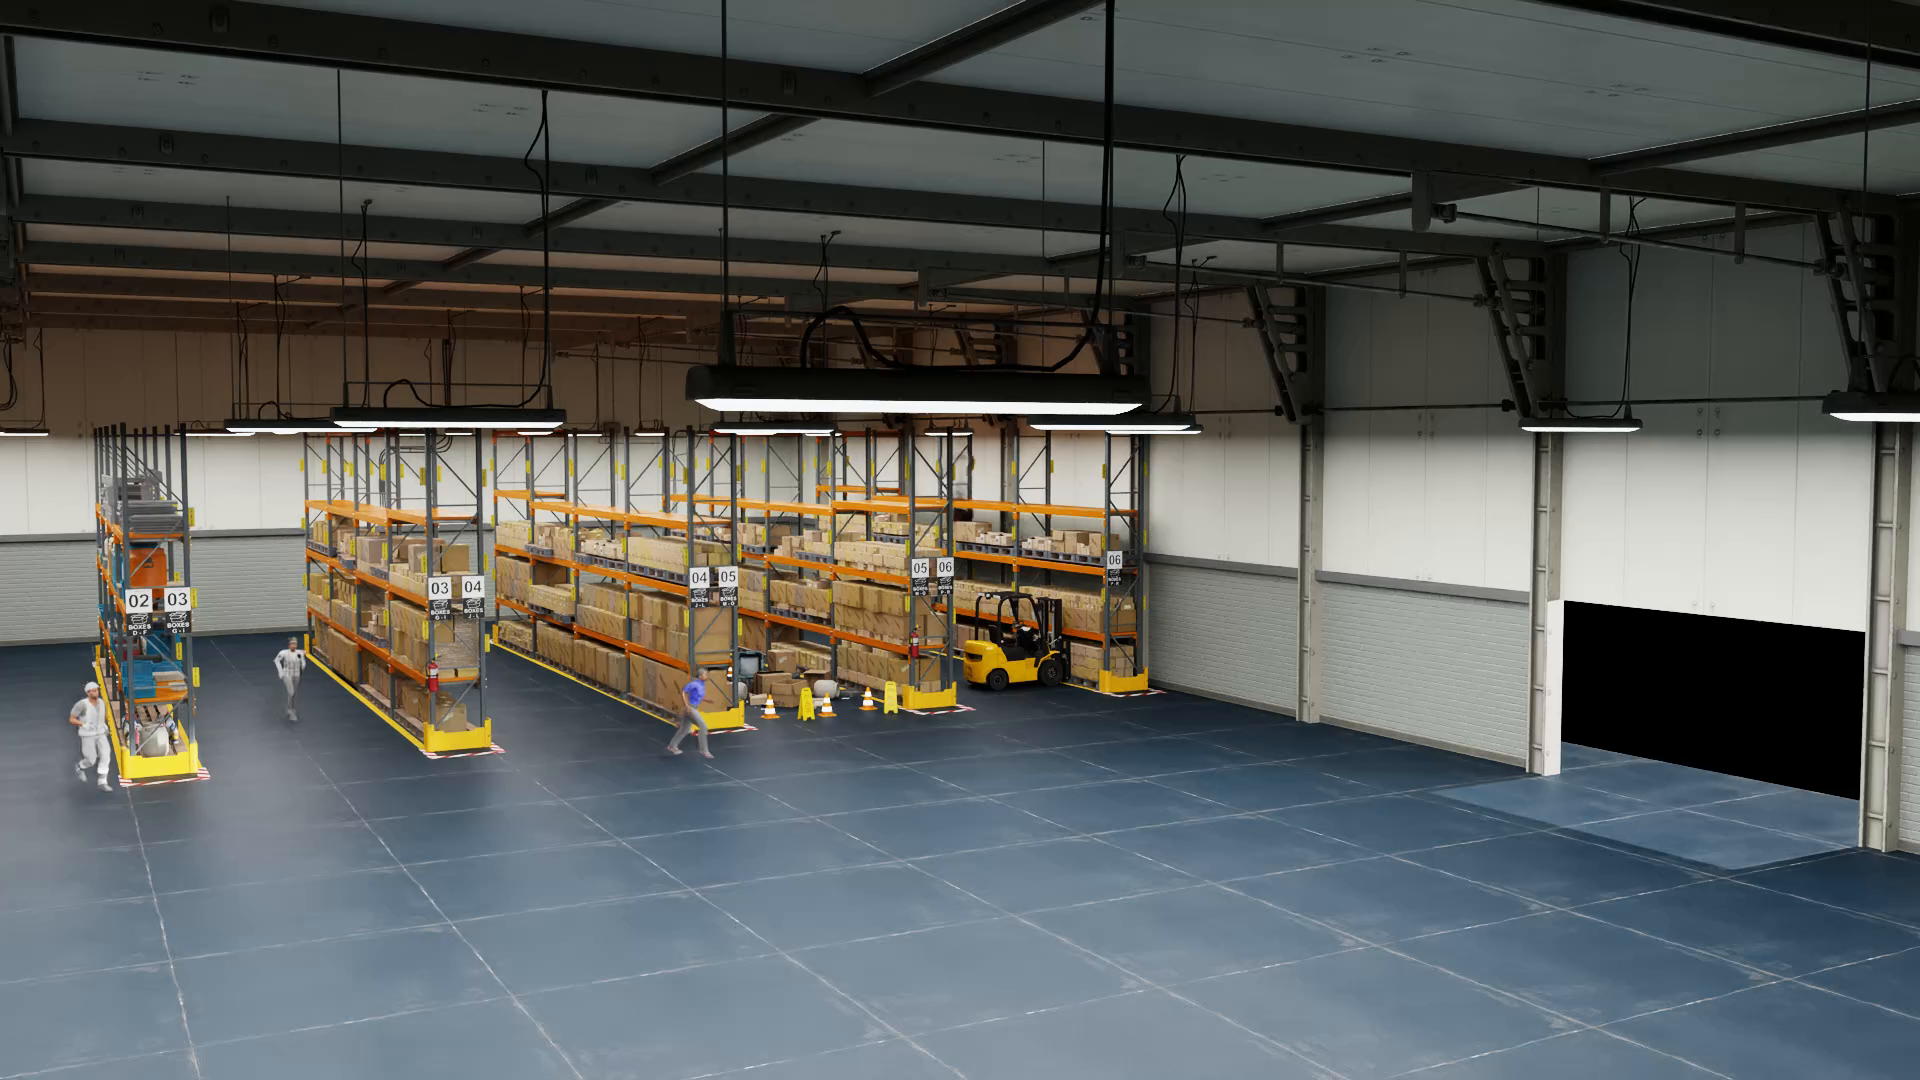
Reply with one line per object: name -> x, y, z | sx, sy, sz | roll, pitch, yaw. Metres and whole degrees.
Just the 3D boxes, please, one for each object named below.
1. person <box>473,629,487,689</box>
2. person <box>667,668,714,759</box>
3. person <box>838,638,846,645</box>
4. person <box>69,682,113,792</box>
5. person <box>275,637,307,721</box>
person -> -11.322, 2.590, 38.525 | 0.696, 1.681, 1.007 | -2, 4, -29
person -> -4.851, 3.117, 29.894 | 0.876, 1.652, 0.571 | 1, 3, 8
person -> -3.039, 2.238, 43.147 | 0.671, 1.807, 0.693 | -2, 4, -29
person -> -14.191, 3.203, 27.169 | 0.843, 1.780, 0.697 | 2, 4, 30
person -> -13.693, 2.840, 34.076 | 0.848, 1.744, 0.546 | 3, 5, 45
